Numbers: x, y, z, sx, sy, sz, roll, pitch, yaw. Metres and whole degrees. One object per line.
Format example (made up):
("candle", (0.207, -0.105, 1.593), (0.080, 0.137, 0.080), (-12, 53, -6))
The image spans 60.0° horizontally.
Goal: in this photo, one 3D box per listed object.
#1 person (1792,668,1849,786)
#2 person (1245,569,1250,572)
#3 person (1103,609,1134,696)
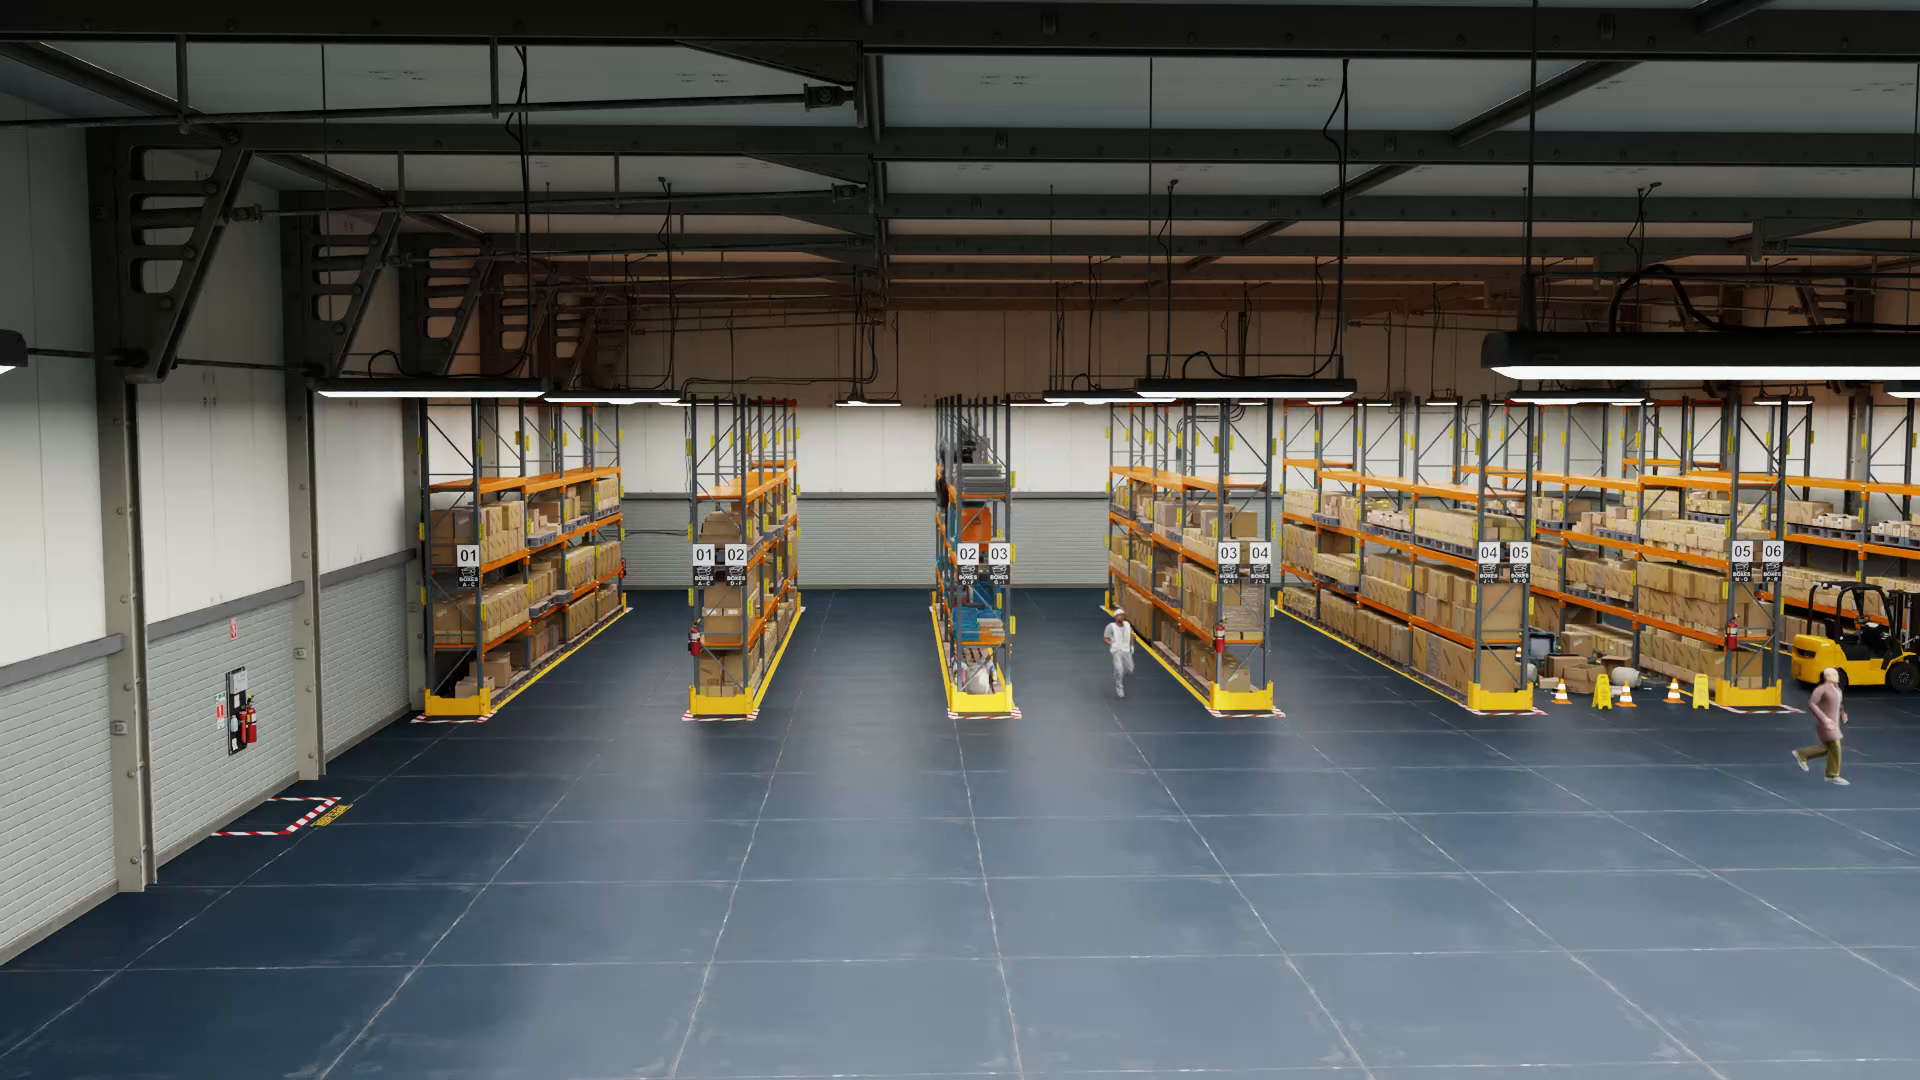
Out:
("person", (13.252, 2.830, 25.554), (0.712, 1.776, 0.874), (-4, 6, -41))
("person", (8.003, 1.263, 45.733), (0.747, 1.738, 0.690), (1, 5, 6))
("person", (3.190, 2.243, 33.295), (0.721, 1.736, 0.623), (-2, 5, -25))
